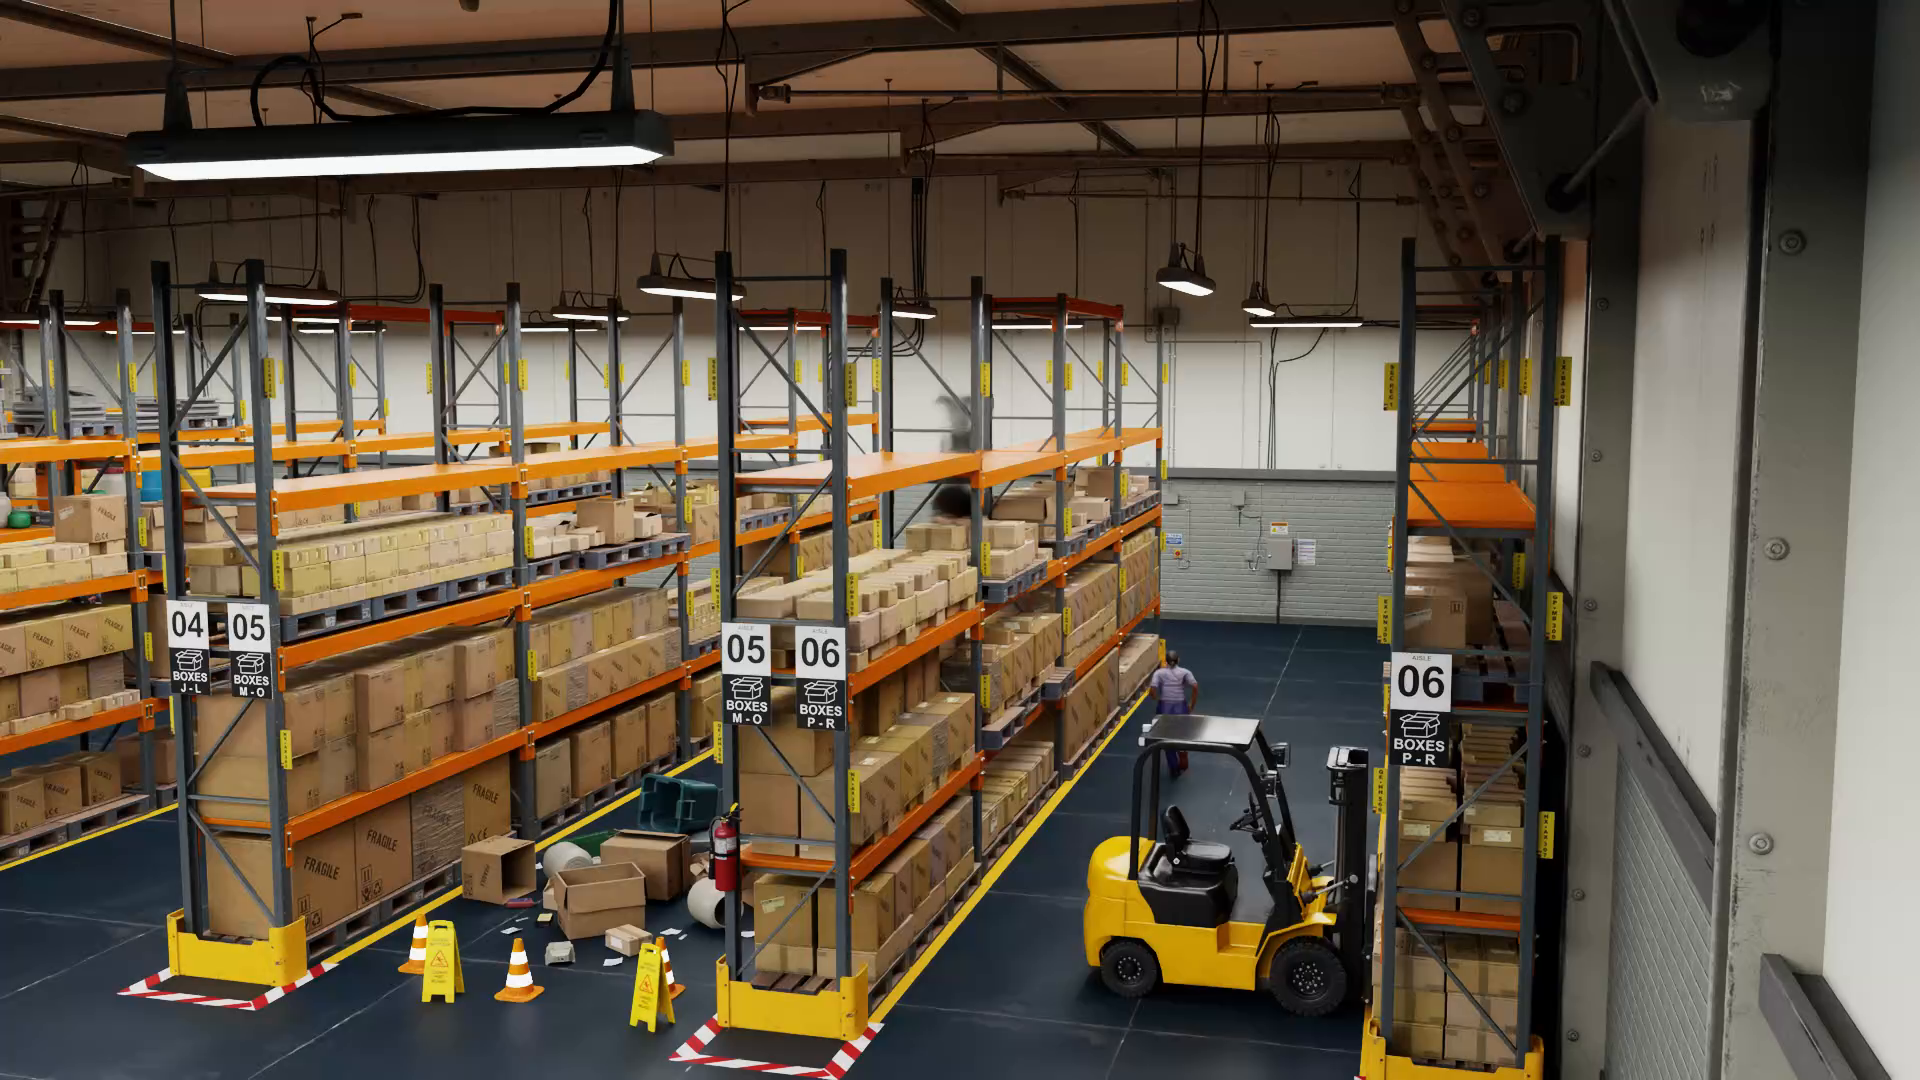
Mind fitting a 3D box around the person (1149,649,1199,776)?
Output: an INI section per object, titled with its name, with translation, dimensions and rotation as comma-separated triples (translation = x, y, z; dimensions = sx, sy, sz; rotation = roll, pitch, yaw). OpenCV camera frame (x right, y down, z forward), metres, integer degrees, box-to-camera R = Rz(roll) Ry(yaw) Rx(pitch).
[person]
translation = 2.675, 2.175, 20.878
dimensions = 0.619, 1.607, 0.538
rotation = 0, 6, 1
